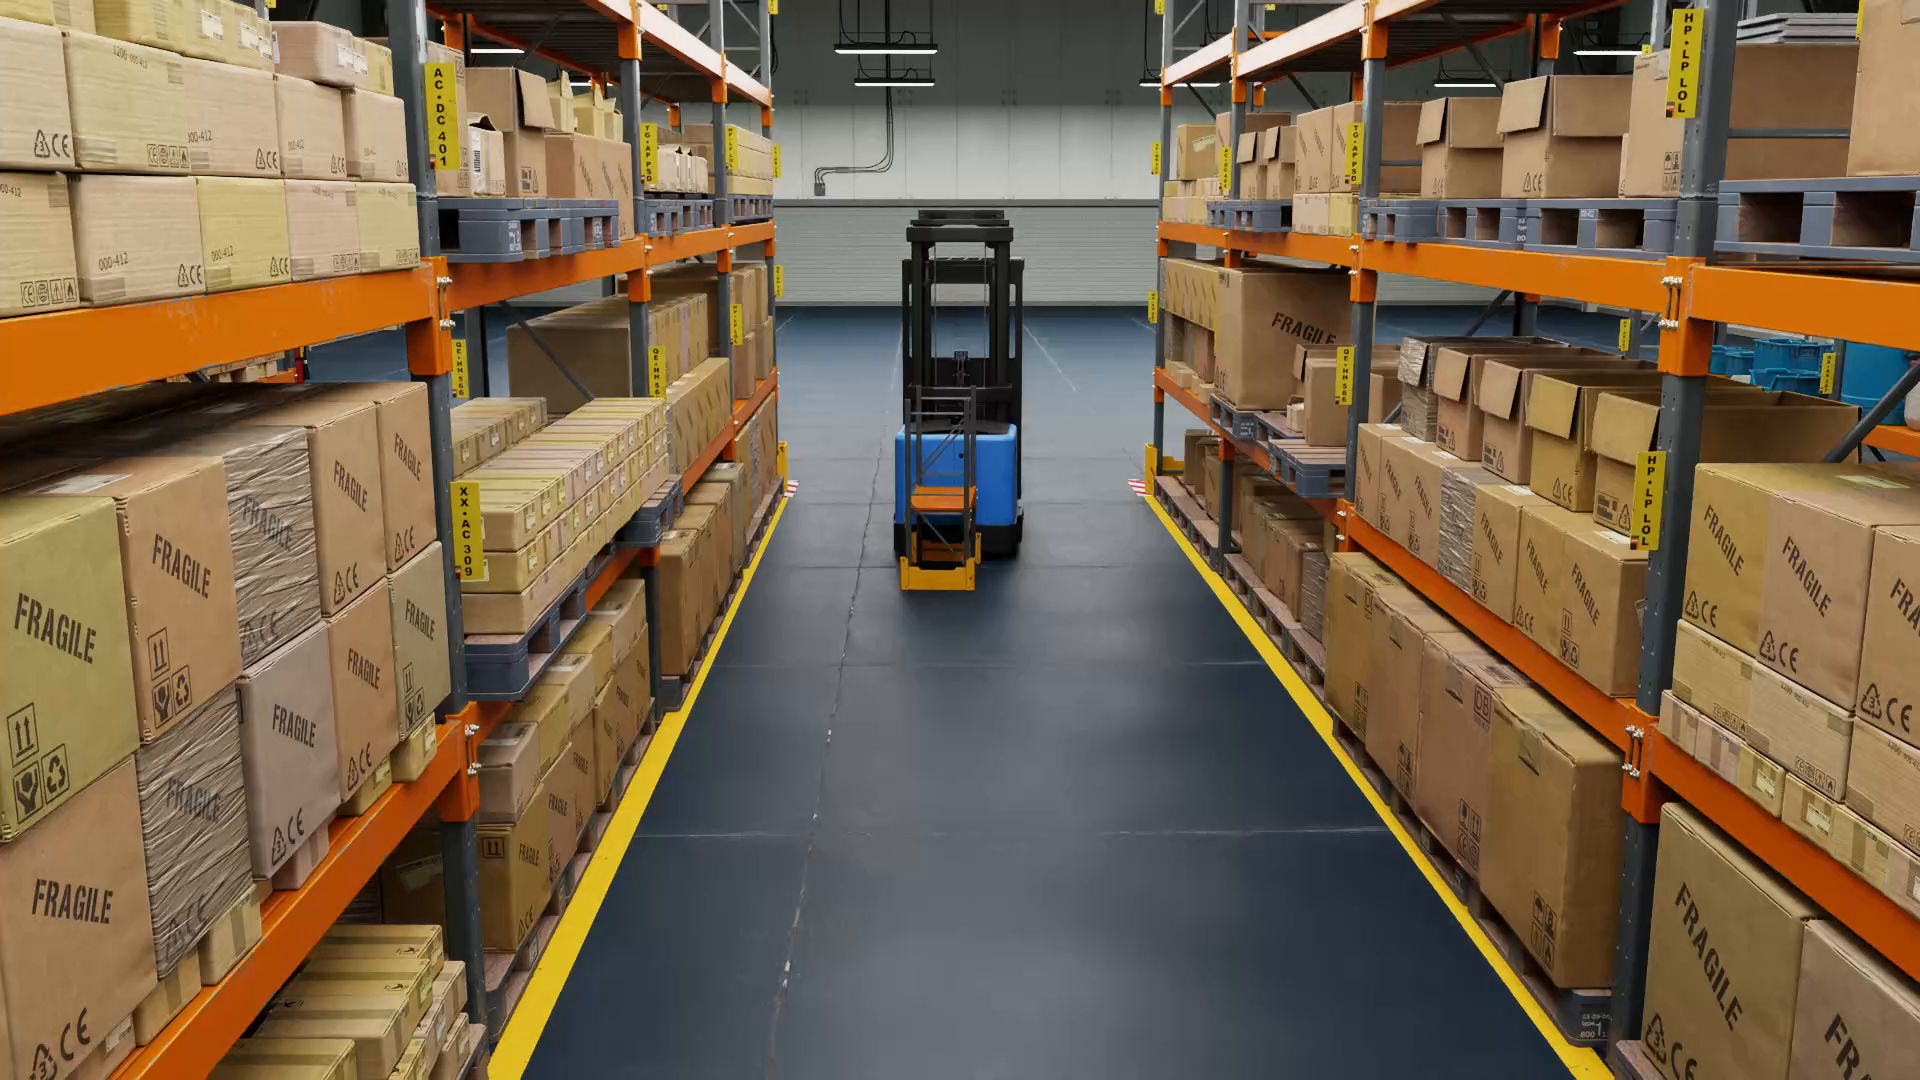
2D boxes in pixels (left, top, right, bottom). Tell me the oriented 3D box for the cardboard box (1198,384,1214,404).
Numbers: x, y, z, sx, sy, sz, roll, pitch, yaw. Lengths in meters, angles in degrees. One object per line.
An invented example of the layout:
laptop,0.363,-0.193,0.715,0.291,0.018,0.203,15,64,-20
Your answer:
cardboard box,2.269,-1.260,14.357,0.380,0.149,0.250,0,11,-1

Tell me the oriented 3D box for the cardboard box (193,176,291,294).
cardboard box,-1.881,-0.702,3.807,0.500,0.250,0.500,0,11,-2

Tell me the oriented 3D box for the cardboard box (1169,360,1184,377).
cardboard box,2.286,-1.707,16.562,0.380,0.149,0.250,0,11,-1

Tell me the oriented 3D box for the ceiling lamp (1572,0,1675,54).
ceiling lamp,12.967,-11.078,32.350,2.000,3.185,0.800,0,11,-1

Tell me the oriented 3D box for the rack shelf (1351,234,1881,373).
rack shelf,2.749,-1.117,7.287,1.077,0.370,4.000,0,11,-1

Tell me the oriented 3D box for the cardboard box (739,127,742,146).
cardboard box,-2.015,-3.360,13.849,0.380,0.149,0.250,0,11,-2

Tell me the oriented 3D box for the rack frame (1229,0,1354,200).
rack frame,2.625,-4.133,12.796,1.000,3.000,0.127,0,11,-1

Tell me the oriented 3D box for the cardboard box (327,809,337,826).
cardboard box,-1.934,0.733,4.535,0.380,0.149,0.250,-1,11,-3

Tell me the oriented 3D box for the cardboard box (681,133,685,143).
cardboard box,-2.699,-3.609,15.077,0.380,0.149,0.250,0,11,0

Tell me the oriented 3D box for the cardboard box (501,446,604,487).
cardboard box,-1.747,-0.313,7.139,0.380,0.149,0.250,0,11,1

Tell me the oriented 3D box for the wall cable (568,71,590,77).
wall cable,-9.869,-12.243,47.880,3.097,2.526,0.112,0,11,-1

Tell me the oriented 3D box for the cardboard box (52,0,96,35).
cardboard box,-1.870,-1.018,3.105,0.380,0.149,0.250,0,11,1

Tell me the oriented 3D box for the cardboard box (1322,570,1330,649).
cardboard box,2.674,0.479,10.334,0.700,0.500,0.500,-1,11,-4

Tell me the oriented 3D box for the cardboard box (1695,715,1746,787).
cardboard box,2.469,0.633,5.025,0.380,0.149,0.250,-1,11,-3

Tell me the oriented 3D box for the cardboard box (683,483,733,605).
cardboard box,-2.217,0.019,12.022,1.050,0.750,0.750,0,11,-1

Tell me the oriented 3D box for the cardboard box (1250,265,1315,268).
cardboard box,2.848,-2.167,14.680,0.500,0.500,0.500,0,11,-1

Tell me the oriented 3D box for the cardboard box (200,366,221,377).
cardboard box,-7.075,-1.735,15.068,0.500,0.500,0.500,0,11,0

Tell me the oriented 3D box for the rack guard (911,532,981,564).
rack guard,-0.118,0.067,14.101,0.587,0.250,0.087,1,11,3

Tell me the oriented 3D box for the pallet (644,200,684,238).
pallet,-2.320,-1.902,9.822,1.213,0.211,1.003,0,11,1

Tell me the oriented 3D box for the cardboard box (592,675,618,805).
cardboard box,-1.944,0.960,8.013,0.500,0.500,0.500,-1,11,-4

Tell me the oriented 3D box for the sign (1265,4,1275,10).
sign,3.097,-5.461,16.598,0.100,0.325,0.005,0,11,-1

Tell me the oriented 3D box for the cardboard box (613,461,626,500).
cardboard box,-1.759,-0.273,7.687,0.380,0.149,0.250,0,11,0

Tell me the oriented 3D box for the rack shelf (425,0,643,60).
rack shelf,-2.212,-2.391,7.027,1.077,0.370,4.000,0,11,-1

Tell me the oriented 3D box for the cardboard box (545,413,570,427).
cardboard box,-2.531,-0.535,9.898,0.500,0.500,0.500,0,11,-1

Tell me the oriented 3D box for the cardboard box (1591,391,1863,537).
cardboard box,2.769,-0.270,6.070,0.797,0.503,0.637,-1,11,-3

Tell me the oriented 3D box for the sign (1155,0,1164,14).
sign,2.000,-5.422,16.604,0.100,0.325,0.005,0,11,-1

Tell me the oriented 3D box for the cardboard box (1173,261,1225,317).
cardboard box,2.296,-2.363,15.649,0.500,0.500,0.500,0,11,-1

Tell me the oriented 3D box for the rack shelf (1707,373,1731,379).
rack shelf,7.535,-1.258,15.524,1.077,0.370,4.000,0,11,-1

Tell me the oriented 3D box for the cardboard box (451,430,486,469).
cardboard box,-2.409,-0.417,7.652,0.380,0.149,0.250,0,11,1

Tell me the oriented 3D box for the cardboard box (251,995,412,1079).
cardboard box,-1.846,1.468,4.899,0.380,0.149,0.250,0,11,-2

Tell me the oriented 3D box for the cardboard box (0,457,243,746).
cardboard box,-1.851,0.113,3.443,0.500,0.500,0.500,-1,11,-3

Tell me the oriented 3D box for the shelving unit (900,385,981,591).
shelving unit,-0.147,-0.447,13.490,0.587,1.500,1.083,1,11,3

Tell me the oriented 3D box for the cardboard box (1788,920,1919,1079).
cardboard box,2.742,1.544,4.194,0.875,0.875,0.875,0,11,-1

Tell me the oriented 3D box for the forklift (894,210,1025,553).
forklift,0.036,-1.561,15.383,1.130,2.935,3.031,1,11,3

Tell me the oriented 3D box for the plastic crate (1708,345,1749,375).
plastic crate,7.804,-1.837,16.943,0.499,0.251,0.616,0,11,-1

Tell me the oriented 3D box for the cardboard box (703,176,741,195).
cardboard box,-2.011,-2.919,13.684,0.380,0.149,0.250,0,11,-1

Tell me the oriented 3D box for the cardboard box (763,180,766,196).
cardboard box,-2.058,-3.373,15.921,0.380,0.149,0.250,0,11,-1

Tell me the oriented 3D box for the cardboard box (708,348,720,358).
cardboard box,-2.356,-1.339,13.738,0.875,0.550,0.550,0,11,-1

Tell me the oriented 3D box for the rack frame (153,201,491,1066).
rack frame,-2.171,0.398,5.553,1.000,3.000,0.127,0,11,-1

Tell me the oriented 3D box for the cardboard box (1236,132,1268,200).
cardboard box,2.536,-2.825,12.580,0.797,0.503,0.637,-1,11,-4

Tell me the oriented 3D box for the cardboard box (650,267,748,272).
cardboard box,-2.471,-2.295,15.736,0.875,0.550,0.550,0,11,-1

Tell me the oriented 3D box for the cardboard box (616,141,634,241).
cardboard box,-1.988,-1.804,8.610,0.500,0.500,0.500,0,11,-1

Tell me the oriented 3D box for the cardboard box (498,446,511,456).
cardboard box,-2.422,-0.372,8.174,0.380,0.149,0.250,0,11,-1

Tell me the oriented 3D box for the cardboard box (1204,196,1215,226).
cardboard box,2.354,-2.782,14.063,0.500,0.250,0.500,0,11,0

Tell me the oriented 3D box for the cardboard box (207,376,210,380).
cardboard box,-7.019,-1.397,15.032,0.380,0.149,0.250,0,11,-1

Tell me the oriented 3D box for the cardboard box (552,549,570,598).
cardboard box,-1.732,0.130,6.448,0.380,0.149,0.250,0,11,-1

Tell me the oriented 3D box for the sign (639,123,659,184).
sign,-1.711,-2.122,9.131,0.100,0.325,0.005,0,11,-1

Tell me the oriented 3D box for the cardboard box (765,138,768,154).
cardboard box,-2.064,-3.814,16.088,0.380,0.149,0.250,0,11,0

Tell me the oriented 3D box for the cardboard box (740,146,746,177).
cardboard box,-2.078,-3.188,14.006,0.500,0.250,0.500,0,11,-2

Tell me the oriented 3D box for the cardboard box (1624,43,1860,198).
cardboard box,2.768,-1.442,5.772,0.700,0.500,0.500,0,11,0

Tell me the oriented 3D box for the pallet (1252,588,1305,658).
pallet,2.671,0.572,11.709,1.003,0.211,1.213,0,11,-1

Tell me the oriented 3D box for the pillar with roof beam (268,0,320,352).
pillar with roof beam,-9.283,-8.320,33.434,9.100,9.000,0.548,0,11,-1

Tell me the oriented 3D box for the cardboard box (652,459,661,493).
cardboard box,-1.780,-0.334,8.738,0.380,0.149,0.250,0,11,-1

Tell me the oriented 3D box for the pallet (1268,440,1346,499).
pallet,2.586,-0.445,10.189,1.213,0.211,1.003,0,11,-1

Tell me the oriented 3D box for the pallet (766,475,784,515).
pallet,-2.324,-0.462,16.806,1.003,0.211,1.213,0,11,-1

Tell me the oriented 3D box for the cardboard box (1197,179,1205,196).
cardboard box,2.297,-3.110,14.674,0.380,0.149,0.250,0,11,2

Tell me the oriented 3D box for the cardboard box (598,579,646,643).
cardboard box,-1.977,0.389,8.940,0.500,0.250,0.500,-1,11,-2
